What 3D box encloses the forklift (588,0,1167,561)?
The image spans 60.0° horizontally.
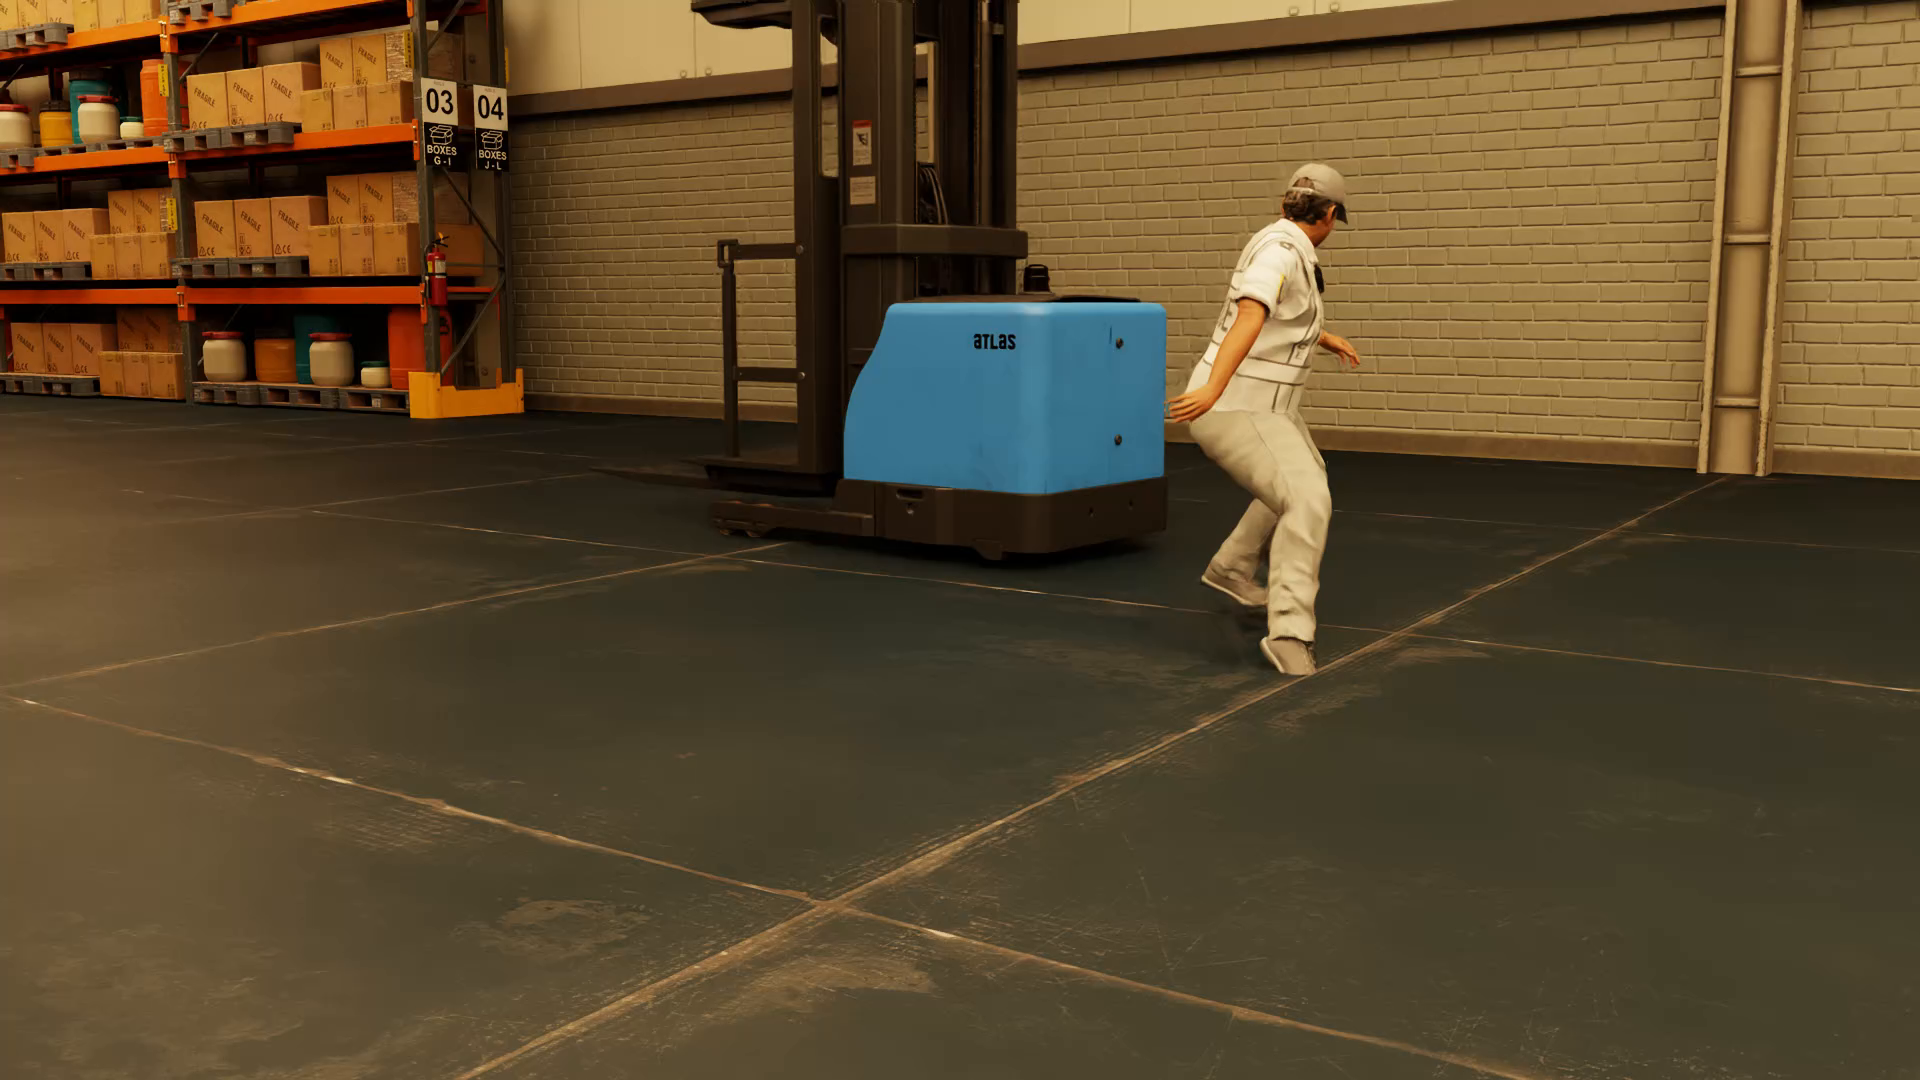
[{"bbox_3d":[-0.545,-1.508,7.798,3.031,2.935,1.130,6,10,38],"label":"forklift"}]

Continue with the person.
[{"bbox_3d":[0.971,-0.359,5.238,0.538,1.625,1.027,2,8,14],"label":"person"}]
